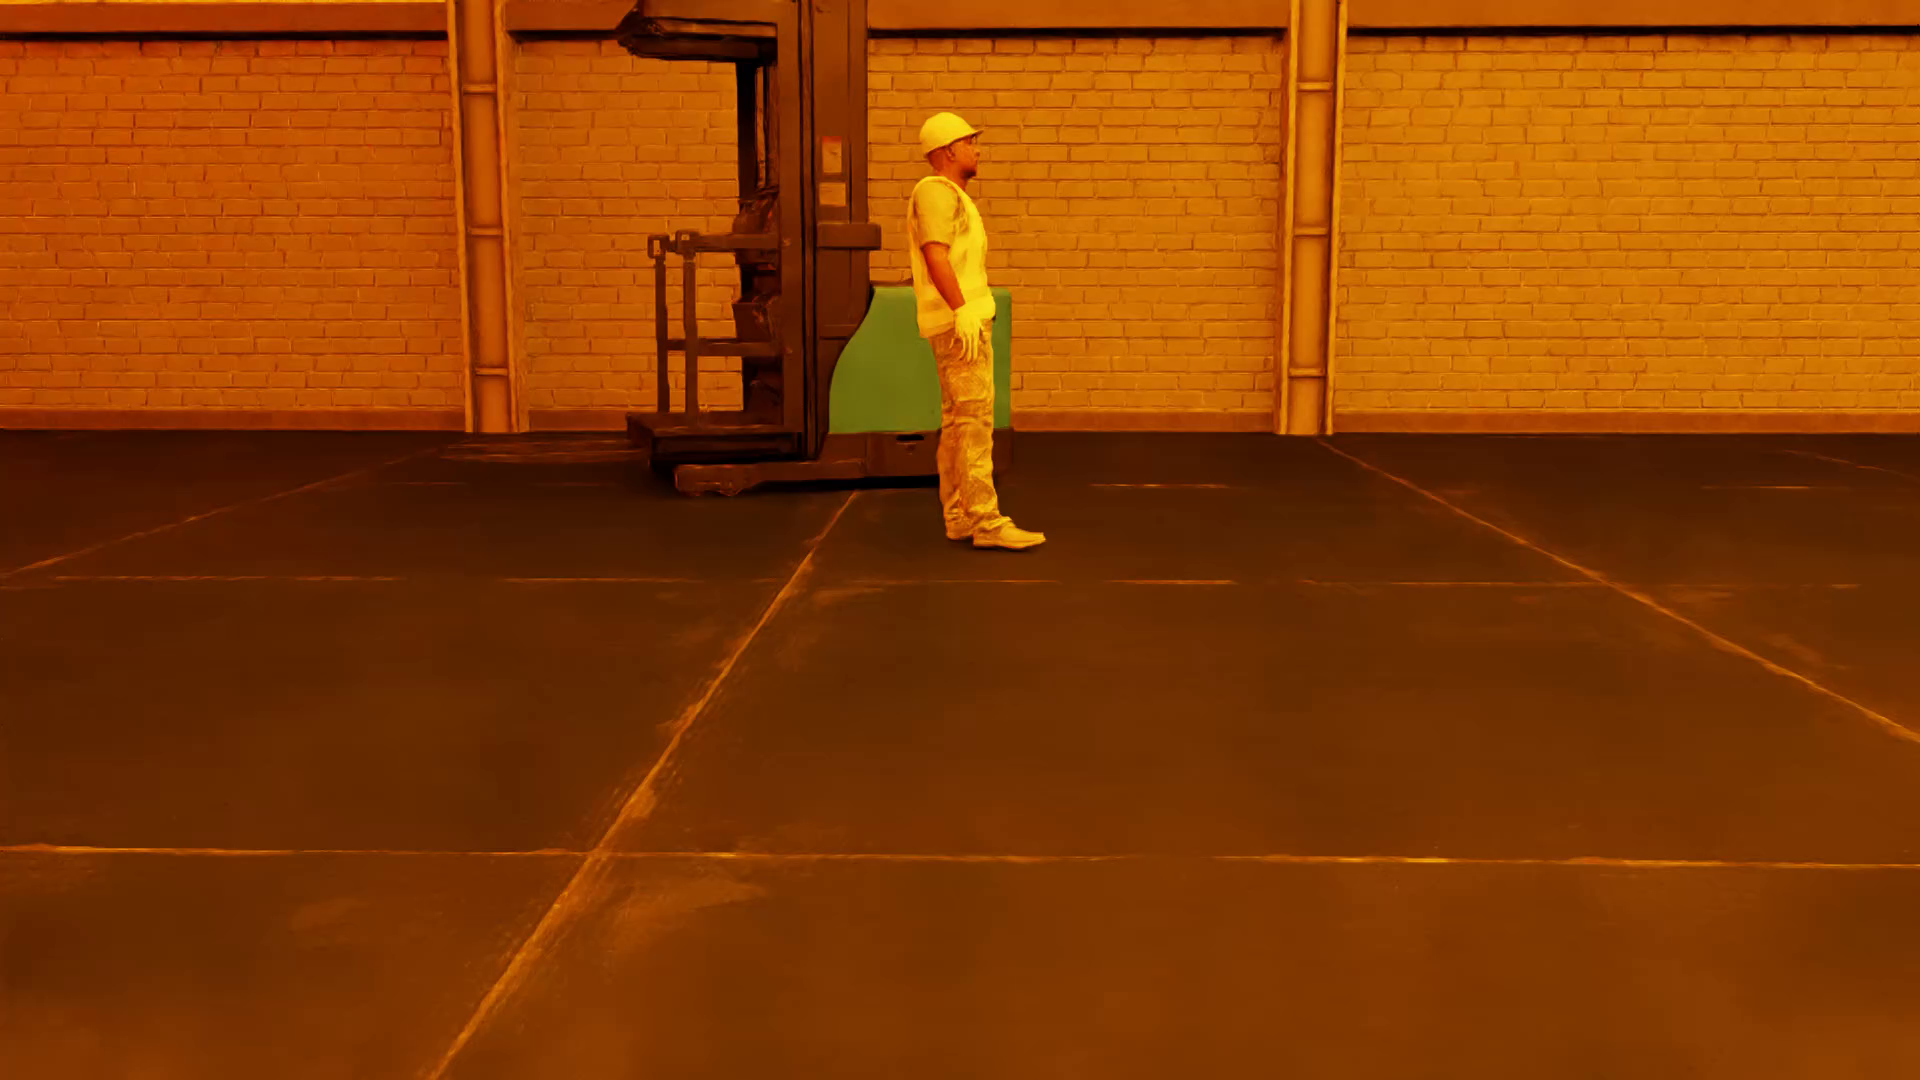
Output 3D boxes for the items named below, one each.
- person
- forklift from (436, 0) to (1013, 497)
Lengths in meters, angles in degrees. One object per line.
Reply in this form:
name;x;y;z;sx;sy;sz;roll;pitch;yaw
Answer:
person;0.072;-0.887;6.982;0.576;1.782;0.655;0;9;1
forklift;-1.281;-1.759;8.935;3.031;2.935;1.130;-3;9;-18
